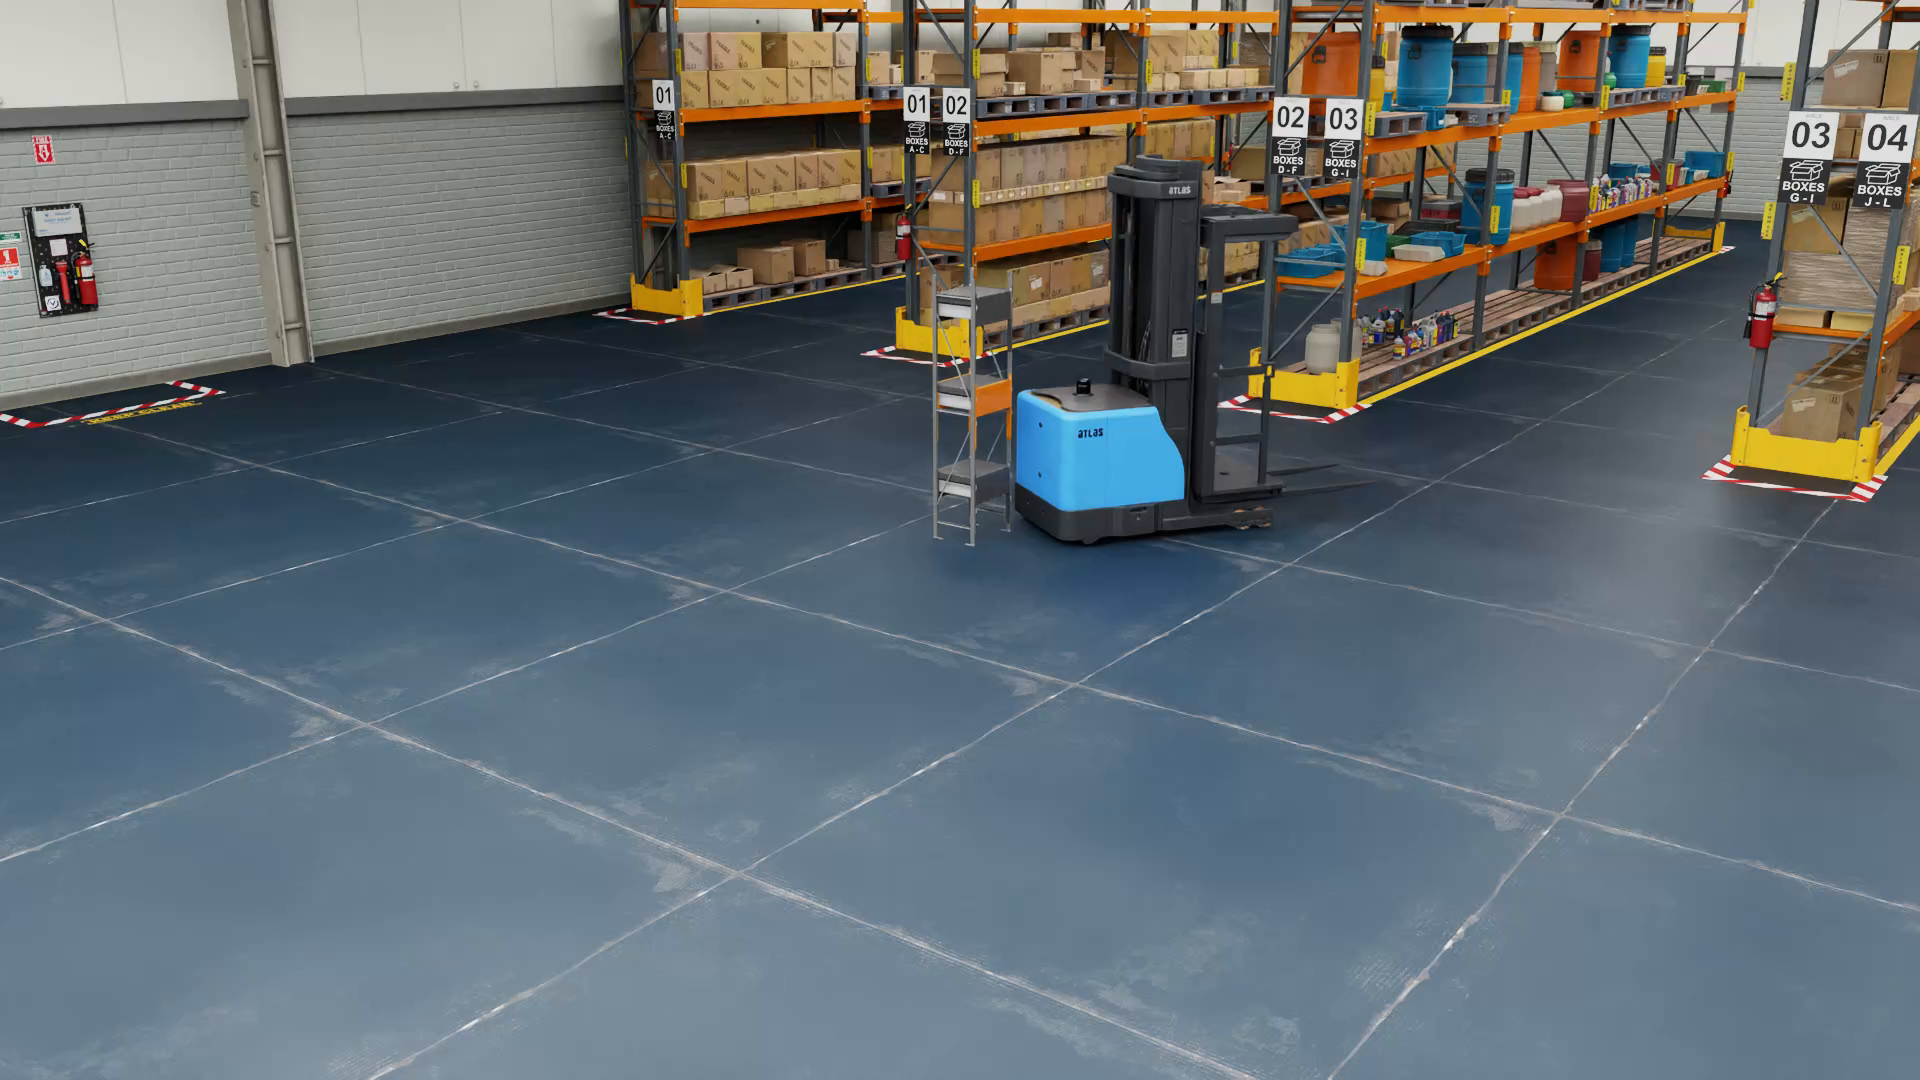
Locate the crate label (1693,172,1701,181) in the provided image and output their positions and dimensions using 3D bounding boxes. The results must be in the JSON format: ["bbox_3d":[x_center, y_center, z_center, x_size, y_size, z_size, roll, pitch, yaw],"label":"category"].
[{"bbox_3d":[12.588,-6.288,28.779,0.396,0.136,0.243,12,21,35],"label":"crate label"}]

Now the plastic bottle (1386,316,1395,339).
[{"bbox_3d":[5.306,-2.623,20.491,0.097,0.271,0.097,0,17,0],"label":"plastic bottle"}]

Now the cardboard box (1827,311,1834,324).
[{"bbox_3d":[7.857,-2.107,15.393,0.380,0.149,0.250,12,21,35],"label":"cardboard box"}]

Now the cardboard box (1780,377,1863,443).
[{"bbox_3d":[8.089,-1.215,15.606,0.500,0.500,0.500,-15,23,-40],"label":"cardboard box"}]

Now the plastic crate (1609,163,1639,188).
[{"bbox_3d":[10.880,-5.989,27.396,0.392,0.384,0.575,12,21,35],"label":"plastic crate"}]

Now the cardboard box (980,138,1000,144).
[{"bbox_3d":[0.264,-6.738,28.974,0.700,0.500,0.500,10,20,28],"label":"cardboard box"}]

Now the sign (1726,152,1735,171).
[{"bbox_3d":[13.711,-6.733,29.594,0.100,0.325,0.005,12,21,35],"label":"sign"}]

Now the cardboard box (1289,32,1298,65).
[{"bbox_3d":[5.086,-7.902,26.718,0.500,0.500,0.500,12,21,35],"label":"cardboard box"}]

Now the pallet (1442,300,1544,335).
[{"bbox_3d":[7.272,-3.045,22.692,1.003,0.211,1.213,12,21,35],"label":"pallet"}]

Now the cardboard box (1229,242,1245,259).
[{"bbox_3d":[4.098,-4.582,25.922,0.500,0.311,0.500,12,21,34],"label":"cardboard box"}]

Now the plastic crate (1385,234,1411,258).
[{"bbox_3d":[5.074,-3.516,19.866,0.450,0.188,0.662,12,21,35],"label":"plastic crate"}]

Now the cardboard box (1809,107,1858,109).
[{"bbox_3d":[7.943,-3.861,15.142,0.380,0.149,0.250,11,21,32],"label":"cardboard box"}]

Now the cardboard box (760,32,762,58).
[{"bbox_3d":[-3.250,-7.169,24.324,0.500,0.500,0.500,12,21,35],"label":"cardboard box"}]

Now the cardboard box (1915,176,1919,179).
[{"bbox_3d":[9.743,-3.408,16.803,0.500,0.500,0.500,12,21,35],"label":"cardboard box"}]

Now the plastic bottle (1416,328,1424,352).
[{"bbox_3d":[5.441,-2.376,19.695,0.097,0.271,0.097,0,17,0],"label":"plastic bottle"}]

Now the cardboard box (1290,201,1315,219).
[{"bbox_3d":[5.820,-5.736,28.867,0.500,0.250,0.500,12,21,35],"label":"cardboard box"}]

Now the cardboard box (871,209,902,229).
[{"bbox_3d":[-1.162,-5.300,27.460,0.500,0.250,0.500,12,21,34],"label":"cardboard box"}]

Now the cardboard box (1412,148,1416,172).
[{"bbox_3d":[8.327,-7.156,31.061,0.500,0.500,0.500,12,21,34],"label":"cardboard box"}]

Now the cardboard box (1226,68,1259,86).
[{"bbox_3d":[4.292,-7.163,25.739,0.500,0.250,0.500,11,20,31],"label":"cardboard box"}]

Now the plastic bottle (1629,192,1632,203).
[{"bbox_3d":[10.255,-5.279,25.519,0.097,0.201,0.097,0,17,0],"label":"plastic bottle"}]

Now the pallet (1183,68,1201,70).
[{"bbox_3d":[4.143,-9.419,33.610,1.003,0.211,1.213,12,21,35],"label":"pallet"}]

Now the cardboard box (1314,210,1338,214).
[{"bbox_3d":[6.416,-5.617,29.745,0.500,0.500,0.500,11,21,32],"label":"cardboard box"}]

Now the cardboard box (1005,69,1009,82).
[{"bbox_3d":[0.556,-5.925,21.413,0.500,0.311,0.500,16,23,41],"label":"cardboard box"}]

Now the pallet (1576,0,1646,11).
[{"bbox_3d":[8.947,-7.594,23.516,1.213,0.211,1.003,12,21,35],"label":"pallet"}]

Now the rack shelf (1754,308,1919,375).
[{"bbox_3d":[8.895,-2.196,16.469,1.077,0.370,4.000,12,21,35],"label":"rack shelf"}]

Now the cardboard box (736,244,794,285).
[{"bbox_3d":[-2.929,-4.156,25.041,0.700,0.500,0.500,11,20,31],"label":"cardboard box"}]

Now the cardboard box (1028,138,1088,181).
[{"bbox_3d":[1.275,-5.088,22.213,0.700,0.500,0.500,12,21,35],"label":"cardboard box"}]

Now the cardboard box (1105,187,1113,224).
[{"bbox_3d":[1.874,-4.708,23.177,0.700,0.500,0.500,12,21,33],"label":"cardboard box"}]

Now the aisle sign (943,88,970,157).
[{"bbox_3d":[-0.043,-4.986,19.858,0.394,0.787,0.004,12,21,35],"label":"aisle sign"}]

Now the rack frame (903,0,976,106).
[{"bbox_3d":[-0.250,-6.679,19.579,1.000,3.000,0.127,12,21,35],"label":"rack frame"}]

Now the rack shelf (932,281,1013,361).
[{"bbox_3d":[0.099,-1.698,12.856,0.431,0.518,0.480,12,21,35],"label":"rack shelf"}]

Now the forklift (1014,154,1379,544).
[{"bbox_3d":[2.024,-1.619,13.516,3.031,2.935,1.130,-6,18,-20],"label":"forklift"}]

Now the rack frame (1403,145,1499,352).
[{"bbox_3d":[6.109,-3.891,20.715,1.000,3.000,0.127,12,21,35],"label":"rack frame"}]

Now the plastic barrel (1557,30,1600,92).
[{"bbox_3d":[8.833,-6.816,23.646,0.600,0.830,0.708,12,21,35],"label":"plastic barrel"}]

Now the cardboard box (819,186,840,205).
[{"bbox_3d":[-2.189,-5.296,25.458,0.500,0.250,0.500,13,21,35],"label":"cardboard box"}]

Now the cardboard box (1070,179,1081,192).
[{"bbox_3d":[1.386,-4.720,22.122,0.380,0.149,0.250,13,22,36],"label":"cardboard box"}]

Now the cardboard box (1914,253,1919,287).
[{"bbox_3d":[9.226,-2.859,16.723,0.875,0.500,0.500,12,21,35],"label":"cardboard box"}]

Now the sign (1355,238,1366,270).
[{"bbox_3d":[4.165,-2.972,17.289,0.100,0.325,0.005,12,21,35],"label":"sign"}]

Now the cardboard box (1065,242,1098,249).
[{"bbox_3d":[1.606,-3.957,23.593,0.500,0.500,0.500,12,21,35],"label":"cardboard box"}]

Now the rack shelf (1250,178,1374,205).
[{"bbox_3d":[5.708,-5.852,28.245,1.077,0.370,4.000,12,21,35],"label":"rack shelf"}]

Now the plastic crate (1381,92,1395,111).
[{"bbox_3d":[4.620,-4.870,18.838,0.392,0.384,0.575,12,21,35],"label":"plastic crate"}]

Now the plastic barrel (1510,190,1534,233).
[{"bbox_3d":[7.293,-4.319,21.866,0.433,0.535,0.433,0,17,0],"label":"plastic barrel"}]

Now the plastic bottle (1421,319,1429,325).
[{"bbox_3d":[5.709,-2.570,20.313,0.152,0.276,0.135,12,21,35],"label":"plastic bottle"}]

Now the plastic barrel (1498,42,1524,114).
[{"bbox_3d":[7.017,-6.034,21.712,0.600,0.901,0.708,12,21,35],"label":"plastic barrel"}]

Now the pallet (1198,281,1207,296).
[{"bbox_3d":[3.267,-3.909,25.477,1.003,0.211,1.213,12,21,35],"label":"pallet"}]

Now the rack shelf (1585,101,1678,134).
[{"bbox_3d":[9.684,-6.409,24.978,1.077,0.370,4.000,12,21,35],"label":"rack shelf"}]

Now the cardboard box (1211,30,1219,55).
[{"bbox_3d":[5.086,-10.244,34.228,0.500,0.500,0.500,12,21,35],"label":"cardboard box"}]

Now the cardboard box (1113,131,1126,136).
[{"bbox_3d":[2.847,-7.592,31.929,0.500,0.500,0.500,12,21,34],"label":"cardboard box"}]

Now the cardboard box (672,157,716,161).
[{"bbox_3d":[-3.813,-5.253,24.055,0.500,0.500,0.500,13,21,35],"label":"cardboard box"}]

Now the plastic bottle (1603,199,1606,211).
[{"bbox_3d":[9.456,-4.959,24.491,0.097,0.201,0.097,0,17,0],"label":"plastic bottle"}]

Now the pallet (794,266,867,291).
[{"bbox_3d":[-2.219,-4.143,26.230,1.003,0.211,1.213,12,21,35],"label":"pallet"}]

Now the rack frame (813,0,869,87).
[{"bbox_3d":[-1.847,-8.506,25.462,1.000,3.000,0.127,12,21,35],"label":"rack frame"}]

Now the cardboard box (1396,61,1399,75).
[{"bbox_3d":[7.686,-8.463,29.791,0.500,0.250,0.500,12,21,35],"label":"cardboard box"}]

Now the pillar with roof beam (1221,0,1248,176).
[{"bbox_3d":[9.674,-11.400,34.780,9.100,9.000,0.400,12,21,35],"label":"pillar with roof beam"}]

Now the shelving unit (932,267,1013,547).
[{"bbox_3d":[0.099,-1.042,13.059,0.431,2.100,0.503,12,21,35],"label":"shelving unit"}]

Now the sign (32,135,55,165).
[{"bbox_3d":[-9.671,-4.120,17.545,0.001,0.298,0.199,12,21,35],"label":"sign"}]

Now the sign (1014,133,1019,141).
[{"bbox_3d":[0.978,-7.016,28.959,0.100,0.325,0.005,12,21,35],"label":"sign"}]
